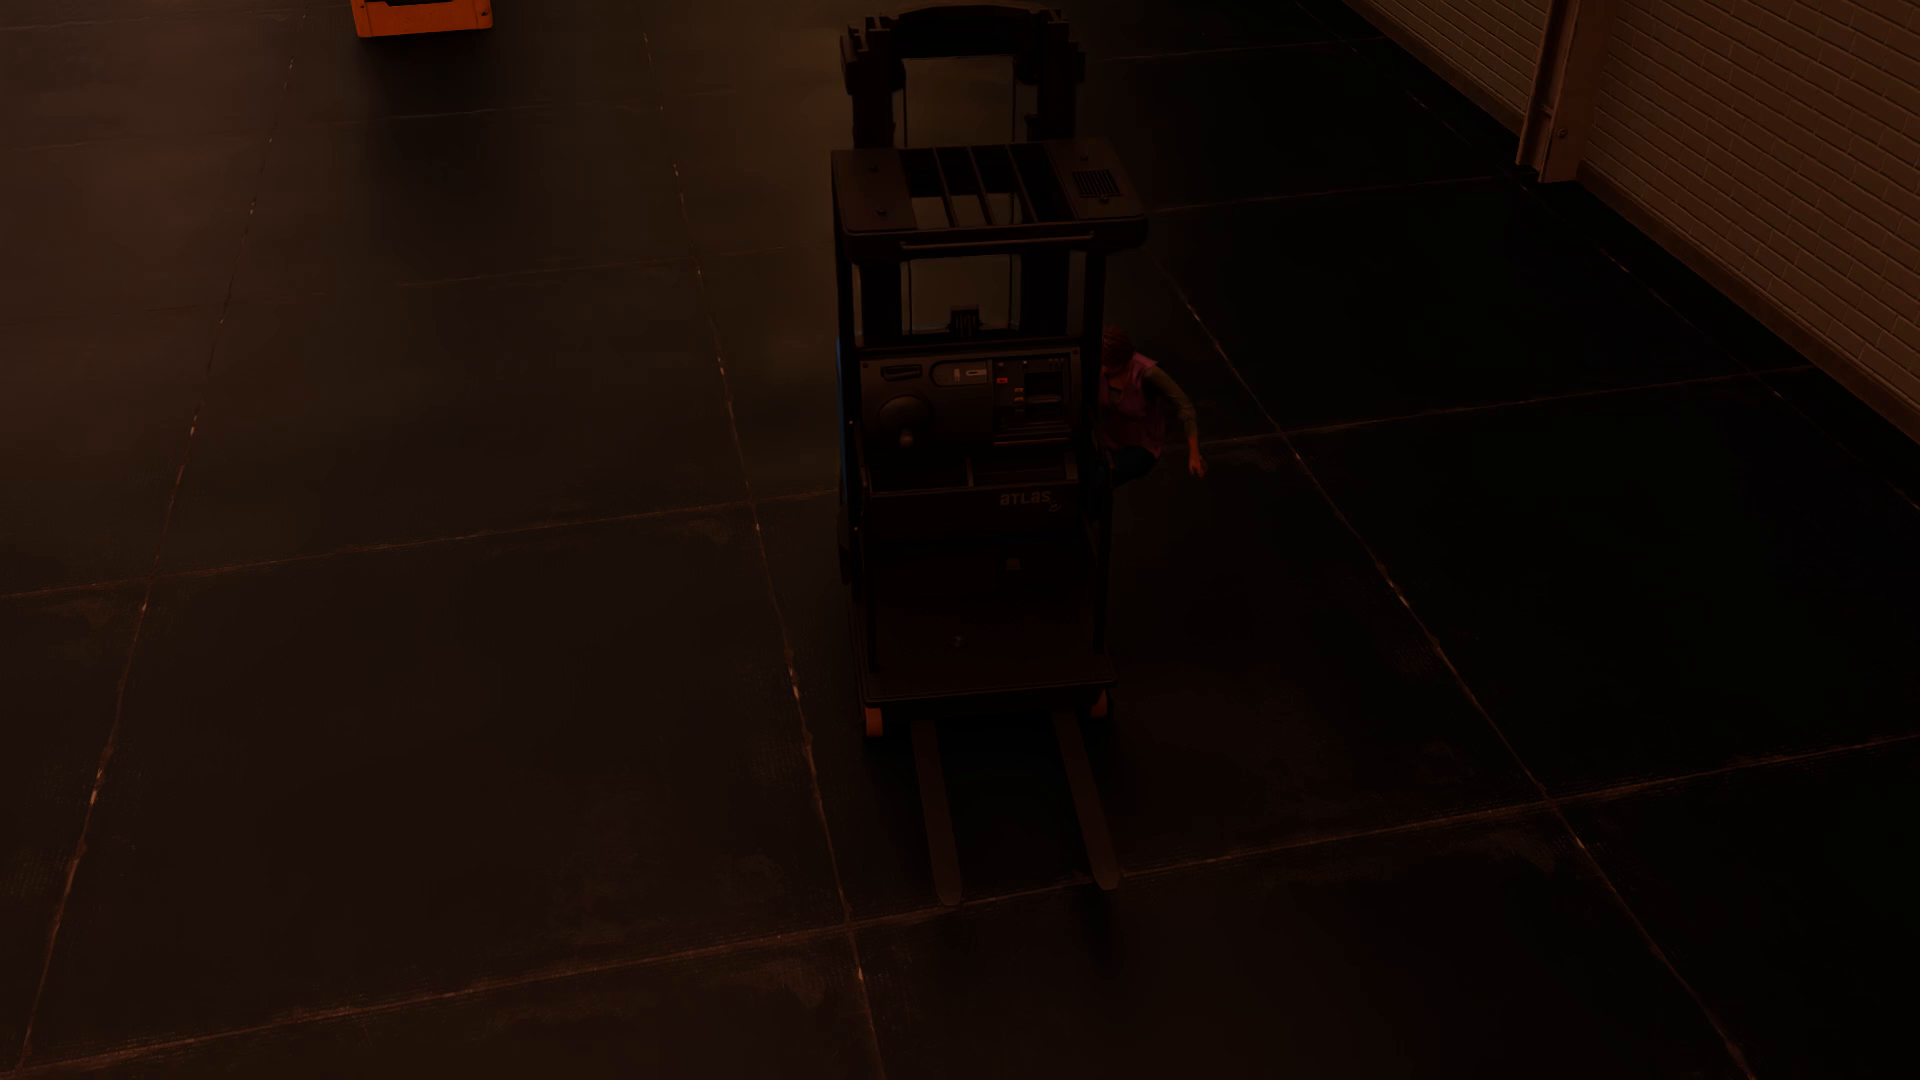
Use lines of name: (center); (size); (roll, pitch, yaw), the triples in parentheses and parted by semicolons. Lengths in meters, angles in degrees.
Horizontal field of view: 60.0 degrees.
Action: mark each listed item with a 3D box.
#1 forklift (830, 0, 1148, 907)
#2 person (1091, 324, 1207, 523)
forklift: (0.078, -0.532, 6.790); (1.130, 2.935, 3.031); (-4, 36, -6)
person: (0.694, -0.362, 7.978); (0.778, 1.369, 0.823); (24, 42, 29)
